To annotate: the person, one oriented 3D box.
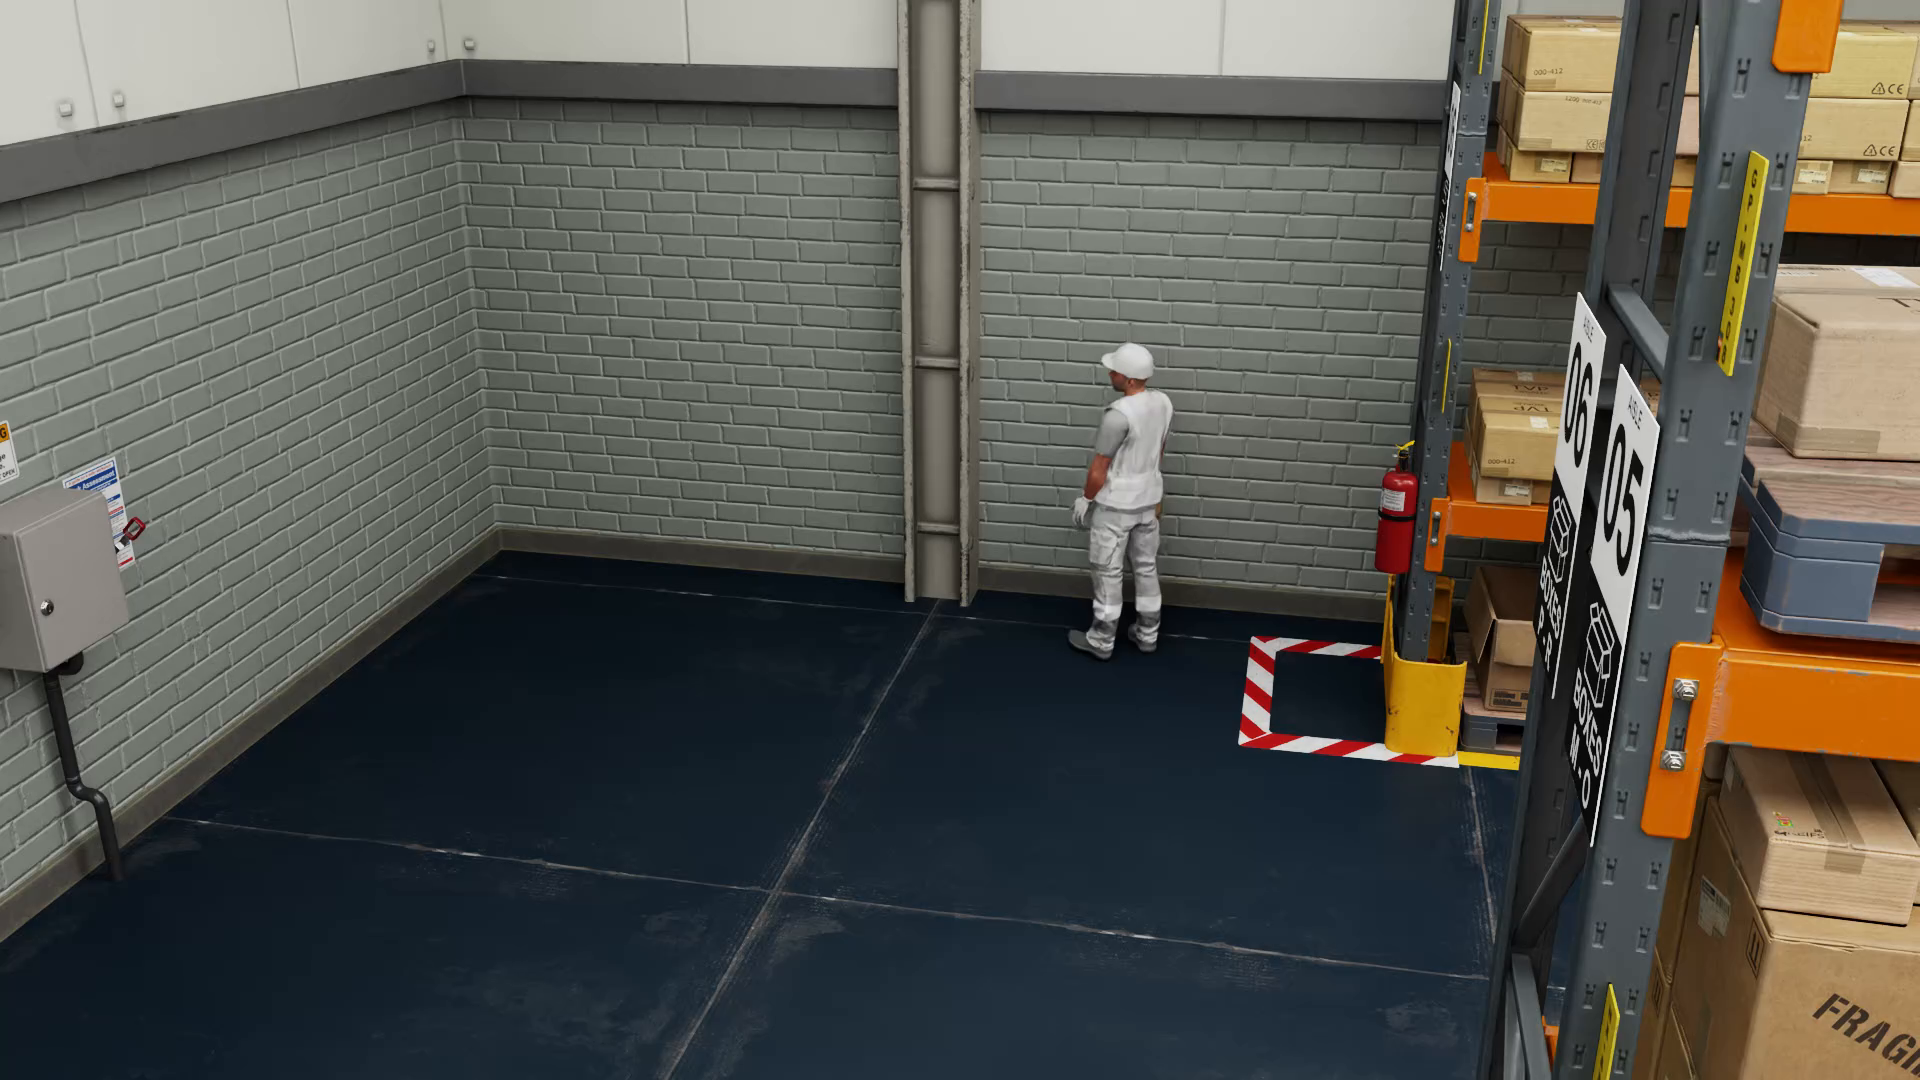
[{"bbox_3d":[0.872,-0.195,9.051,0.572,1.749,0.470,-19,28,-39],"label":"person"}]
